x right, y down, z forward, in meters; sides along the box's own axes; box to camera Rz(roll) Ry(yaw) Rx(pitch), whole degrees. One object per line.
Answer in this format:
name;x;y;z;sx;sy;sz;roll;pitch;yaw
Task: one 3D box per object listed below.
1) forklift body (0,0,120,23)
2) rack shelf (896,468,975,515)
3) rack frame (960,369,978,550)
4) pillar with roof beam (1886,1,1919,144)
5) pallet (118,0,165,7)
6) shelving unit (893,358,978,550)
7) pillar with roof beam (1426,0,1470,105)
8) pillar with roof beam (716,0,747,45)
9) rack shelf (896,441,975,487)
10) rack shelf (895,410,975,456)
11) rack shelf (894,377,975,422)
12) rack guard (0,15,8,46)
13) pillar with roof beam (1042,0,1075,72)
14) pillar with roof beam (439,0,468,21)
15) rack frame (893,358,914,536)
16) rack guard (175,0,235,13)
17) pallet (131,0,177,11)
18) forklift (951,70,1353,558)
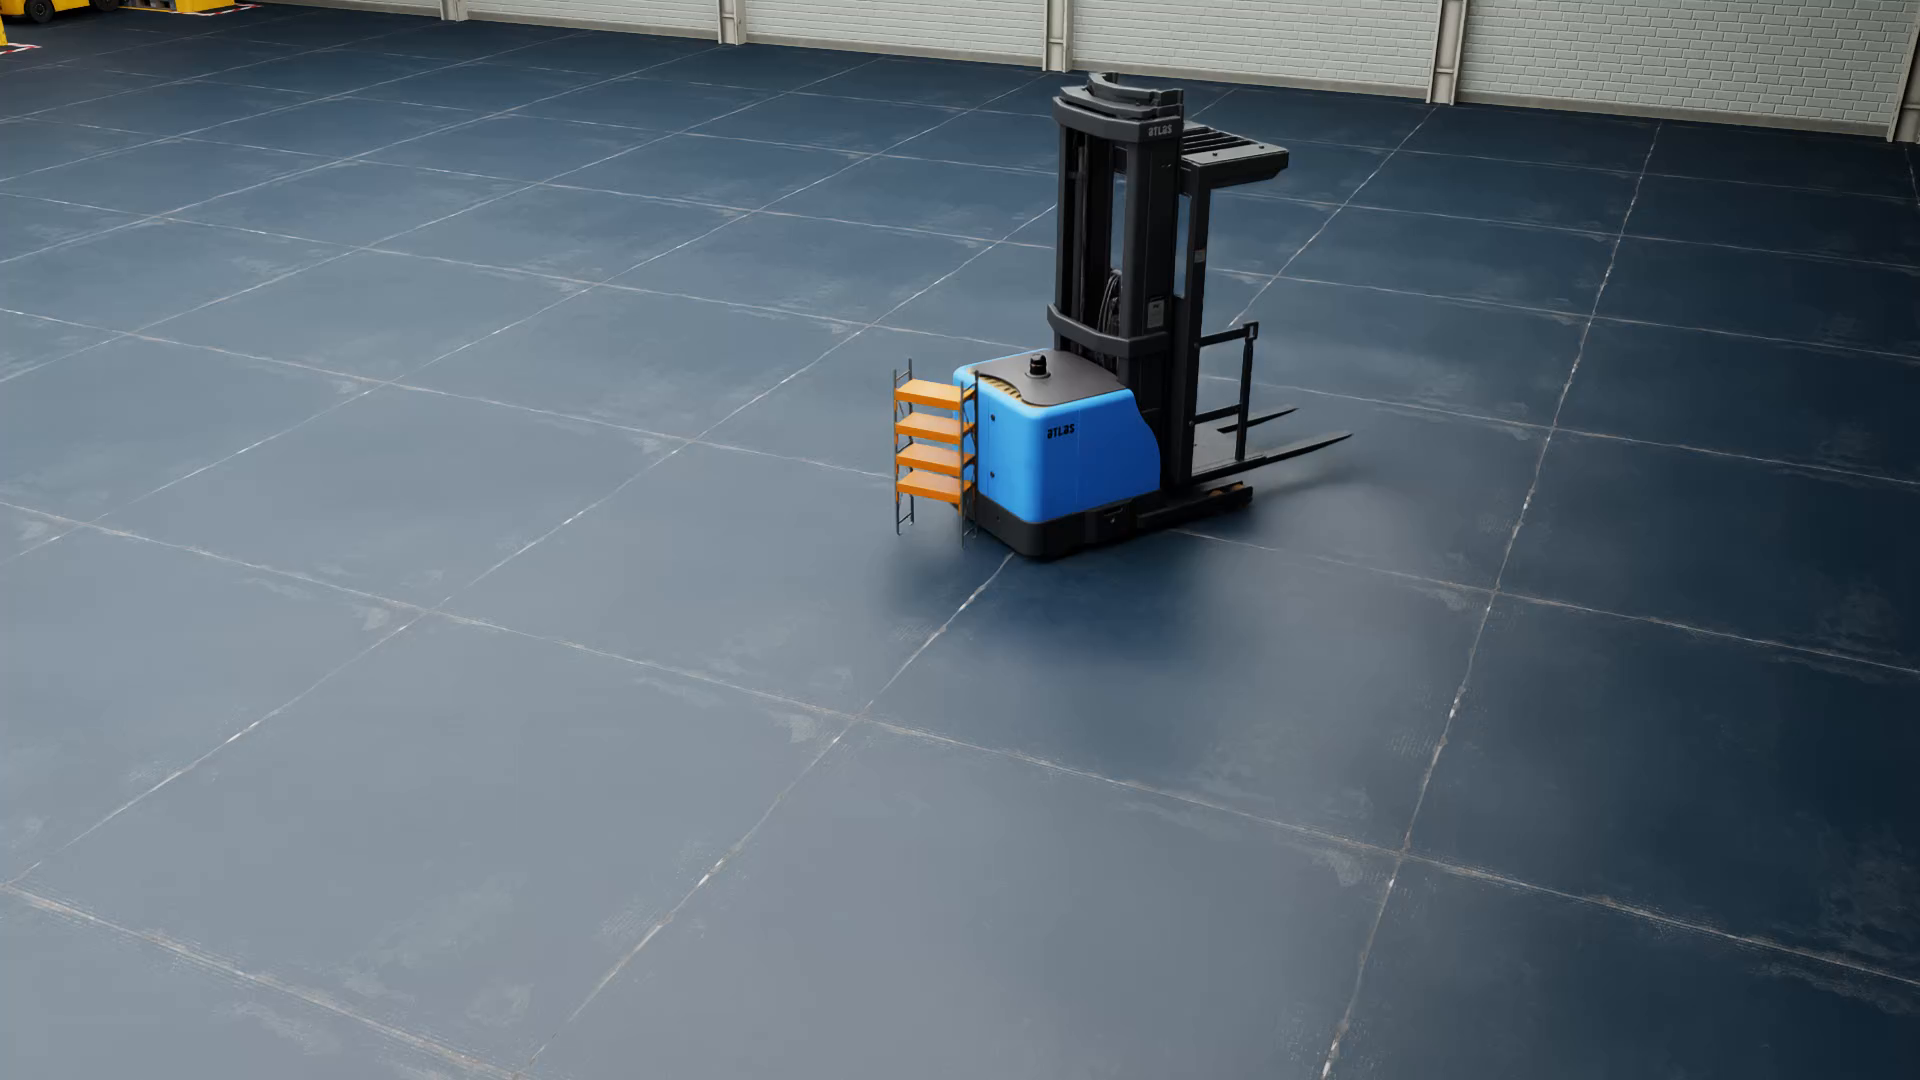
forklift body;-17.057;-10.855;30.863;1.214;2.155;2.313;11;28;22
rack shelf;-0.158;-0.328;11.160;0.480;0.148;0.258;12;29;23
rack frame;0.061;-0.519;10.946;0.015;1.200;0.240;12;29;23
pillar with roof beam;10.691;-7.588;16.474;0.400;9.000;9.100;11;28;22
pallet;-16.396;-10.718;32.781;1.213;0.211;1.003;11;28;22
shelving unit;-0.158;-0.566;11.042;0.503;1.200;0.258;12;29;23
pillar with roof beam;5.229;-8.685;18.702;0.400;9.000;9.100;11;28;22
pillar with roof beam;-5.695;-10.879;23.158;0.400;9.000;9.100;11;28;22
rack shelf;-0.158;-0.506;11.072;0.480;0.148;0.258;12;29;23
rack shelf;-0.158;-0.707;10.973;0.480;0.148;0.258;12;29;23
rack shelf;-0.158;-0.919;10.869;0.480;0.148;0.258;12;29;23
rack guard;-16.696;-8.519;27.986;0.348;0.500;1.175;11;28;22
pillar with roof beam;-0.233;-9.782;20.930;0.400;9.000;9.100;11;28;22
pillar with roof beam;-11.156;-11.976;25.386;0.400;9.000;9.100;11;28;22
rack frame;-0.377;-0.614;11.138;0.015;1.200;0.240;12;29;23
rack guard;-14.554;-10.497;32.004;0.348;0.500;1.175;11;28;22
pallet;-15.289;-10.495;32.327;1.213;0.211;1.003;11;28;22
forklift;1.461;-1.675;11.334;3.031;2.935;1.130;-15;30;-28
